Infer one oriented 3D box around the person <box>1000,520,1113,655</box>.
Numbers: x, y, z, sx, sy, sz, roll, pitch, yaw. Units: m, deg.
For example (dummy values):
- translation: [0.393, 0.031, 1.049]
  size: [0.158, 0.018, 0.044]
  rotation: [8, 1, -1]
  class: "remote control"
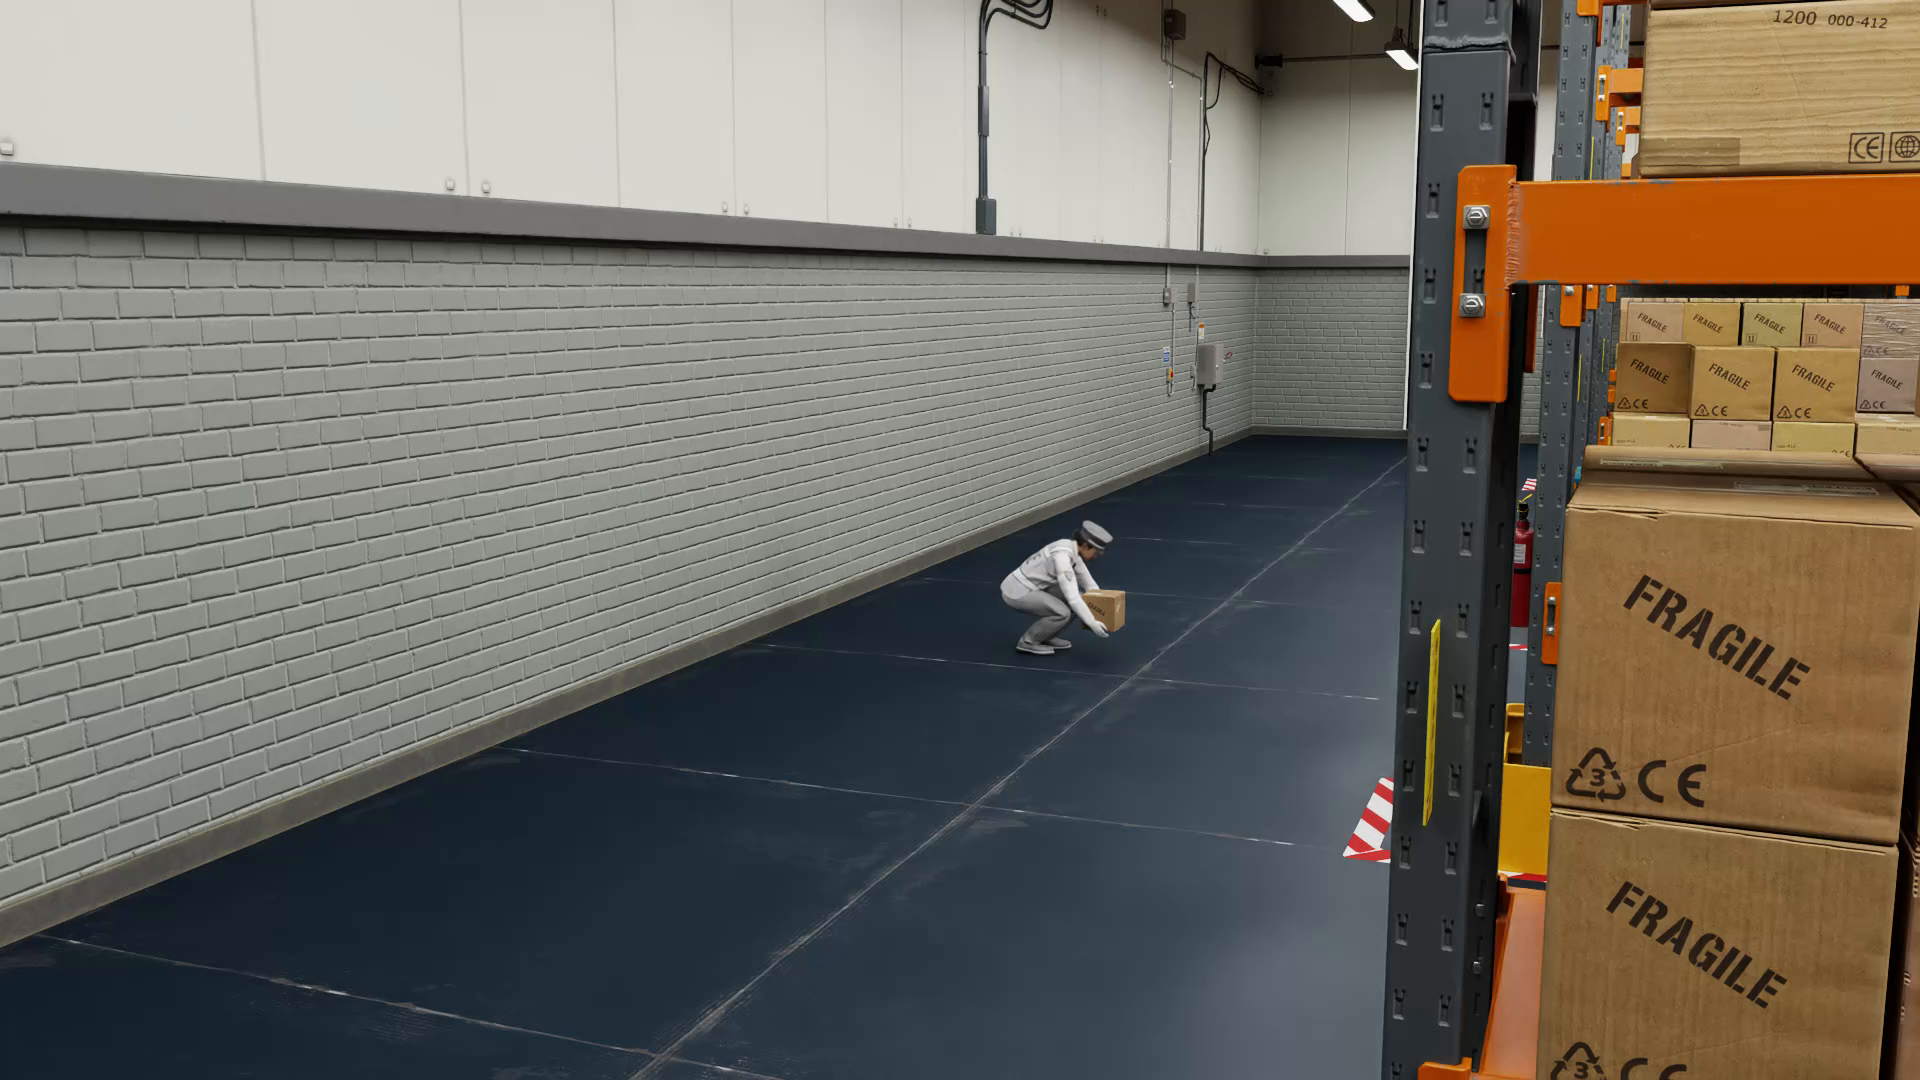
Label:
- translation: [0.712, 0.337, 12.012]
  size: [0.819, 0.961, 0.504]
  rotation: [3, 9, 21]
  class: "person"
